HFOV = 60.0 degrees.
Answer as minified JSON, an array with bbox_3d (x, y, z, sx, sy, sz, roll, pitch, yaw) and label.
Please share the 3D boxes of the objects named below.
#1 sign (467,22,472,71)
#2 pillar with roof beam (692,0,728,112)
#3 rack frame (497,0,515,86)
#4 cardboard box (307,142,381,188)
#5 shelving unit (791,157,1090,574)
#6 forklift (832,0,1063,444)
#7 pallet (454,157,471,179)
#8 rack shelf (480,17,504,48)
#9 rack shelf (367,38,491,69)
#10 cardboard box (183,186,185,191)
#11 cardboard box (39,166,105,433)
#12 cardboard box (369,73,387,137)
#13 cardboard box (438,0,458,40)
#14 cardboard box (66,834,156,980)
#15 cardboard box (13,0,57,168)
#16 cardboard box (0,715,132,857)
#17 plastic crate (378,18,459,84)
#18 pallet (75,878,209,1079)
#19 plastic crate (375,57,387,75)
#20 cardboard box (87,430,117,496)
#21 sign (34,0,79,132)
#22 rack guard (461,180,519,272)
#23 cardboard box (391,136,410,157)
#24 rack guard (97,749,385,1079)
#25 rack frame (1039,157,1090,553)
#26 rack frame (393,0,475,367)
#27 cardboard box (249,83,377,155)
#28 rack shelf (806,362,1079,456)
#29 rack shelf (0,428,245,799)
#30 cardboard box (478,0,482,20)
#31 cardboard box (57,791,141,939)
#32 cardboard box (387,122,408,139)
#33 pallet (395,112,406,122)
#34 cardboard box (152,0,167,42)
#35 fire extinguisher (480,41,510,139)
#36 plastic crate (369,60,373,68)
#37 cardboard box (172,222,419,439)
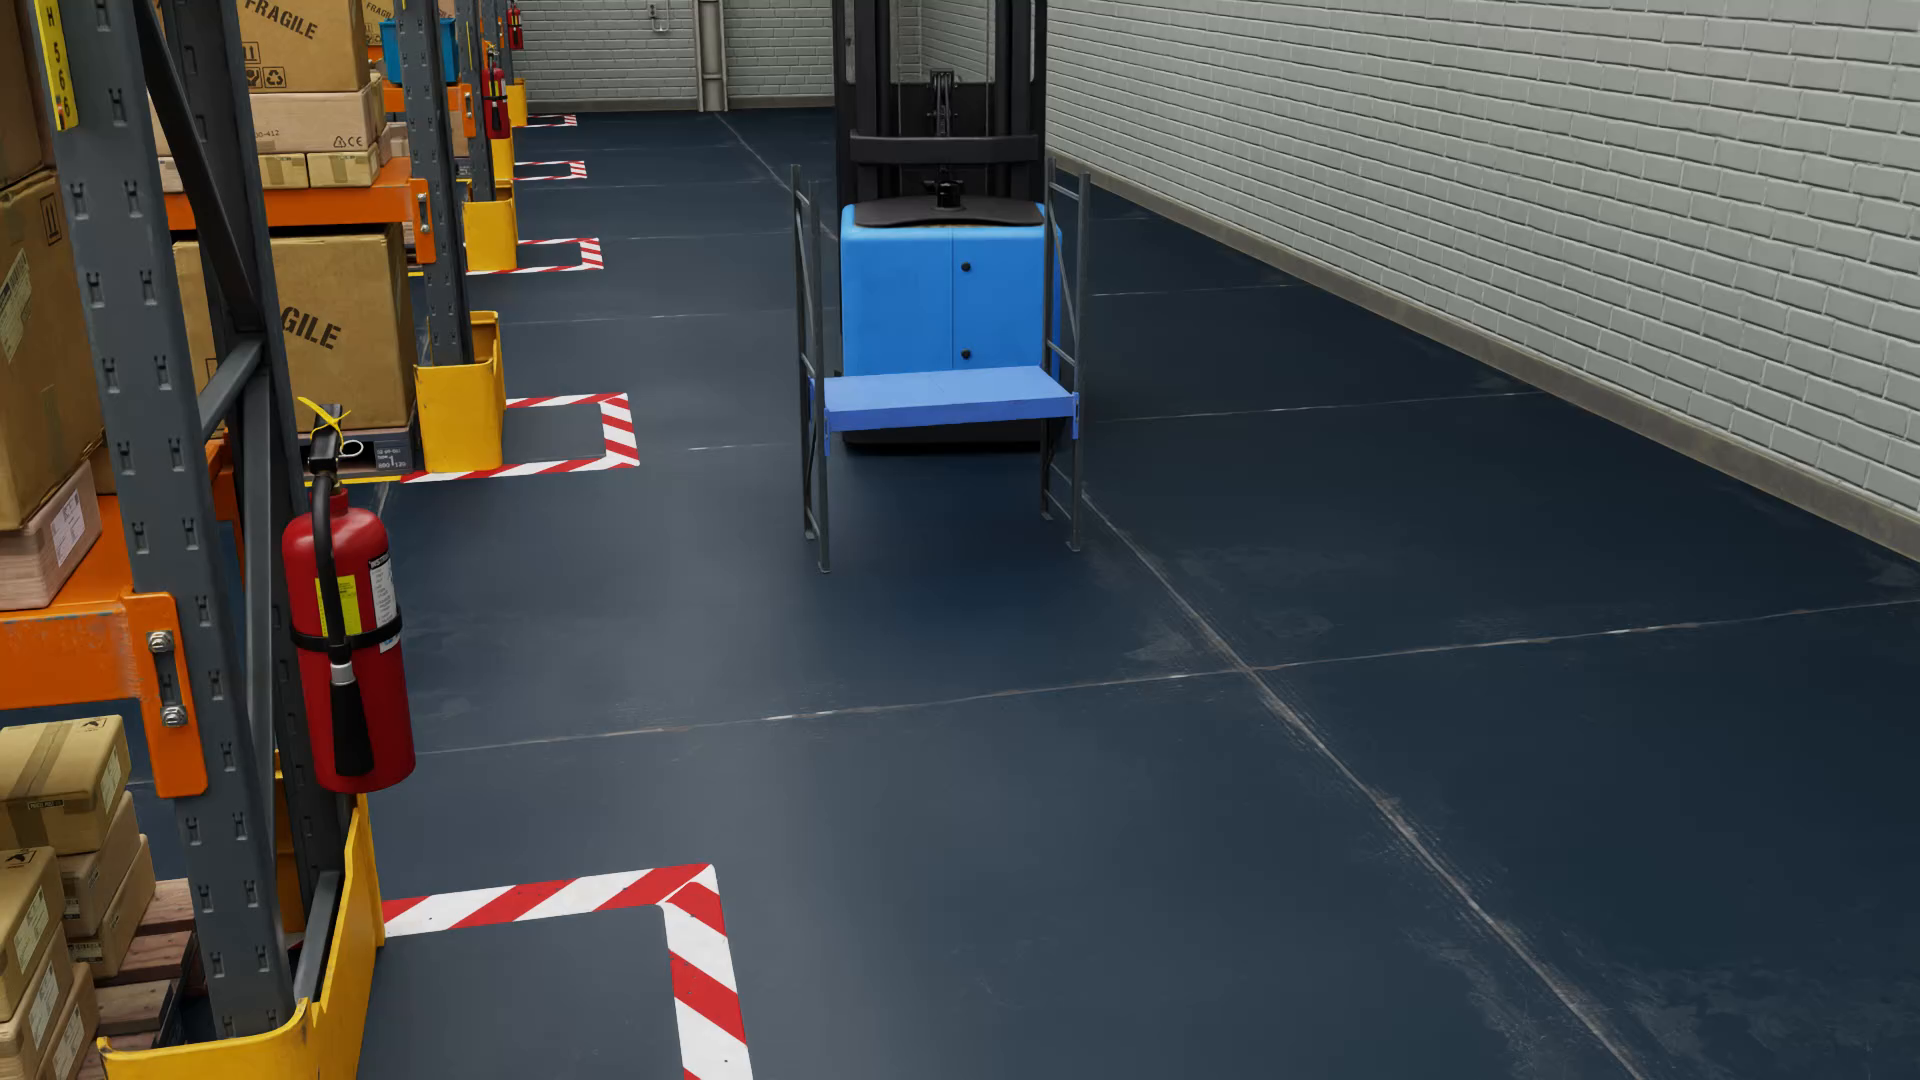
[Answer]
[{"bbox_3d":[-3.446,-3.468,11.683,0.005,0.325,0.100,-5,21,-12],"label":"sign"},{"bbox_3d":[-2.449,-8.769,17.672,0.400,9.000,9.100,-5,21,-12],"label":"pillar with roof beam"},{"bbox_3d":[-5.868,-6.890,21.263,0.127,3.000,1.000,-5,21,-12],"label":"rack frame"},{"bbox_3d":[-2.720,-1.660,7.350,0.250,0.149,0.380,-4,21,-11],"label":"cardboard box"},{"bbox_3d":[-0.083,-0.697,6.538,1.048,1.500,0.538,-5,21,-12],"label":"shelving unit"},{"bbox_3d":[-0.117,-2.289,8.802,1.130,2.935,3.031,-1,20,-3],"label":"forklift"},{"bbox_3d":[-5.574,-3.853,17.028,1.213,0.211,1.003,-5,21,-12],"label":"pallet"},{"bbox_3d":[-7.815,-6.394,20.955,4.000,0.370,1.077,-5,21,-12],"label":"rack shelf"},{"bbox_3d":[-6.671,-4.736,16.429,4.000,0.370,1.077,-5,21,-12],"label":"rack shelf"},{"bbox_3d":[-3.218,-1.619,7.239,0.250,0.149,0.380,-5,21,-12],"label":"cardboard box"},{"bbox_3d":[-1.906,-0.491,3.218,0.500,0.500,0.500,-4,20,-10],"label":"cardboard box"},{"bbox_3d":[-2.978,-2.038,7.802,0.500,0.250,0.500,-5,21,-14],"label":"cardboard box"},{"bbox_3d":[-5.098,-5.153,16.375,0.500,0.500,0.500,-4,20,-11],"label":"cardboard box"},{"bbox_3d":[-1.989,0.828,3.728,0.250,0.149,0.380,-4,21,-11],"label":"cardboard box"},{"bbox_3d":[-1.904,-0.957,3.036,0.500,0.500,0.500,-5,21,-13],"label":"cardboard box"},{"bbox_3d":[-1.994,0.542,3.643,0.250,0.149,0.380,-6,21,-15],"label":"cardboard box"},{"bbox_3d":[-3.872,-3.530,11.951,0.499,0.435,0.616,-5,21,-12],"label":"plastic crate"},{"bbox_3d":[-2.279,1.120,3.450,1.213,0.211,1.003,-5,21,-12],"label":"pallet"},{"bbox_3d":[-4.236,-3.571,12.499,0.298,0.136,0.250,-5,21,-12],"label":"plastic crate"},{"bbox_3d":[-1.797,-0.214,3.403,0.250,0.149,0.380,-5,21,-13],"label":"cardboard box"},{"bbox_3d":[-1.298,-0.753,2.365,0.005,0.325,0.100,-5,21,-12],"label":"sign"},{"bbox_3d":[-3.568,-2.407,12.658,0.348,0.500,1.175,-5,21,-12],"label":"rack guard"},{"bbox_3d":[-5.612,-3.981,16.802,0.250,0.166,0.380,-5,21,-12],"label":"cardboard box"},{"bbox_3d":[-1.480,0.932,3.544,0.348,0.500,1.175,-5,21,-12],"label":"rack guard"},{"bbox_3d":[0.412,-0.738,6.648,0.032,1.500,0.500,-5,21,-12],"label":"rack frame"},{"bbox_3d":[-2.449,-1.916,7.685,0.127,3.000,1.000,-5,21,-12],"label":"rack frame"},{"bbox_3d":[-2.859,-1.858,7.312,0.500,0.250,0.500,-5,21,-13],"label":"cardboard box"},{"bbox_3d":[-0.083,-0.529,6.600,1.000,0.185,0.538,-5,21,-12],"label":"rack shelf"},{"bbox_3d":[-3.352,0.248,2.822,4.000,0.370,1.077,-5,21,-12],"label":"rack shelf"},{"bbox_3d":[-6.362,-6.987,21.093,0.700,0.700,0.980,-4,20,-10],"label":"cardboard box"},{"bbox_3d":[-1.975,0.709,3.619,0.250,0.149,0.380,-4,20,-10],"label":"cardboard box"},{"bbox_3d":[-5.806,-4.160,17.169,0.500,0.250,0.500,-5,21,-12],"label":"cardboard box"},{"bbox_3d":[-6.628,-5.491,21.499,1.213,0.211,1.003,-5,21,-12],"label":"pallet"},{"bbox_3d":[-3.465,-2.350,7.565,0.500,0.500,0.500,-5,21,-14],"label":"cardboard box"},{"bbox_3d":[-3.337,-3.222,11.905,0.183,0.674,0.296,-5,21,-12],"label":"fire extinguisher"},{"bbox_3d":[-4.341,-3.353,11.904,0.243,0.136,0.396,-5,21,-12],"label":"plastic crate"},{"bbox_3d":[-3.053,-1.038,7.766,0.875,0.875,0.875,-5,21,-12],"label":"cardboard box"}]
